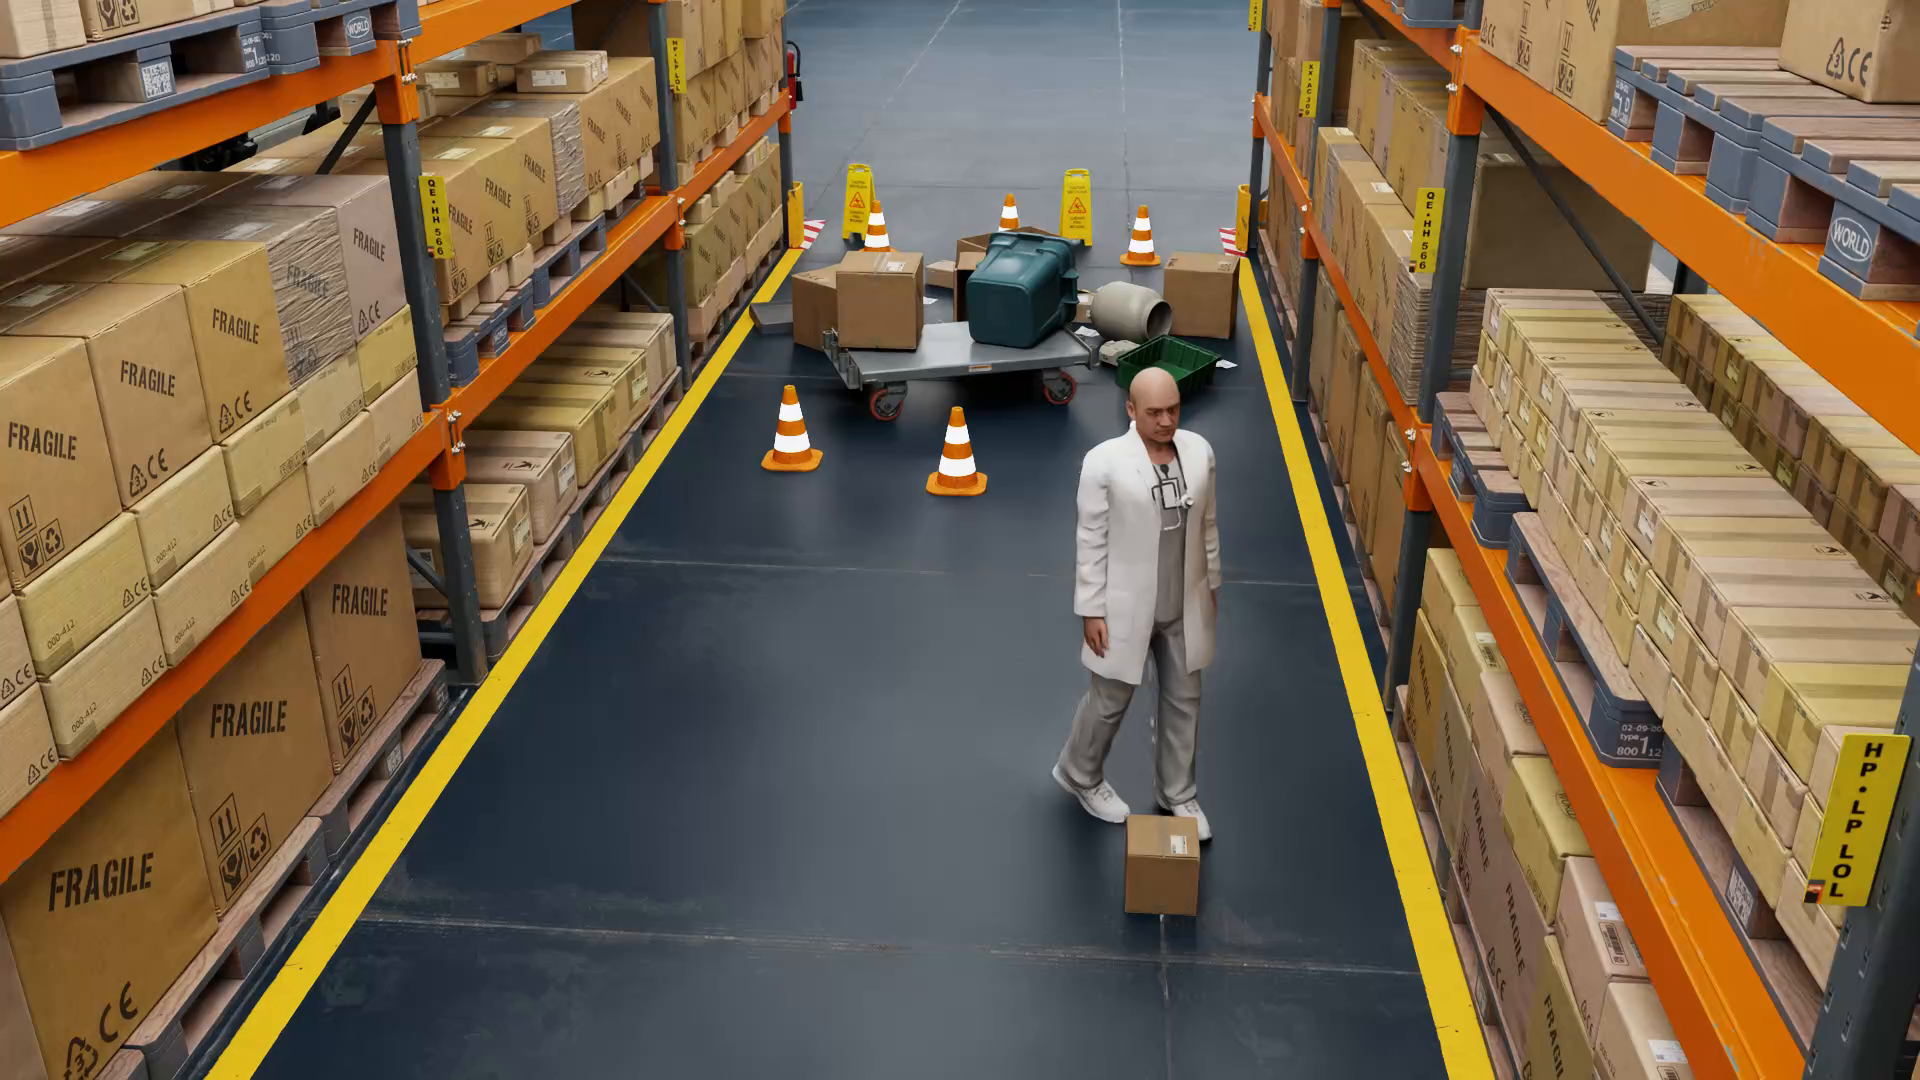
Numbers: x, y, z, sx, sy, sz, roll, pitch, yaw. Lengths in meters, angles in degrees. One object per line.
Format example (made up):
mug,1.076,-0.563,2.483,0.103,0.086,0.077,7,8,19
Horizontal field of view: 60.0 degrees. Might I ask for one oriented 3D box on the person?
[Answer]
person,0.701,0.250,6.069,0.611,1.807,0.589,-8,25,-18
